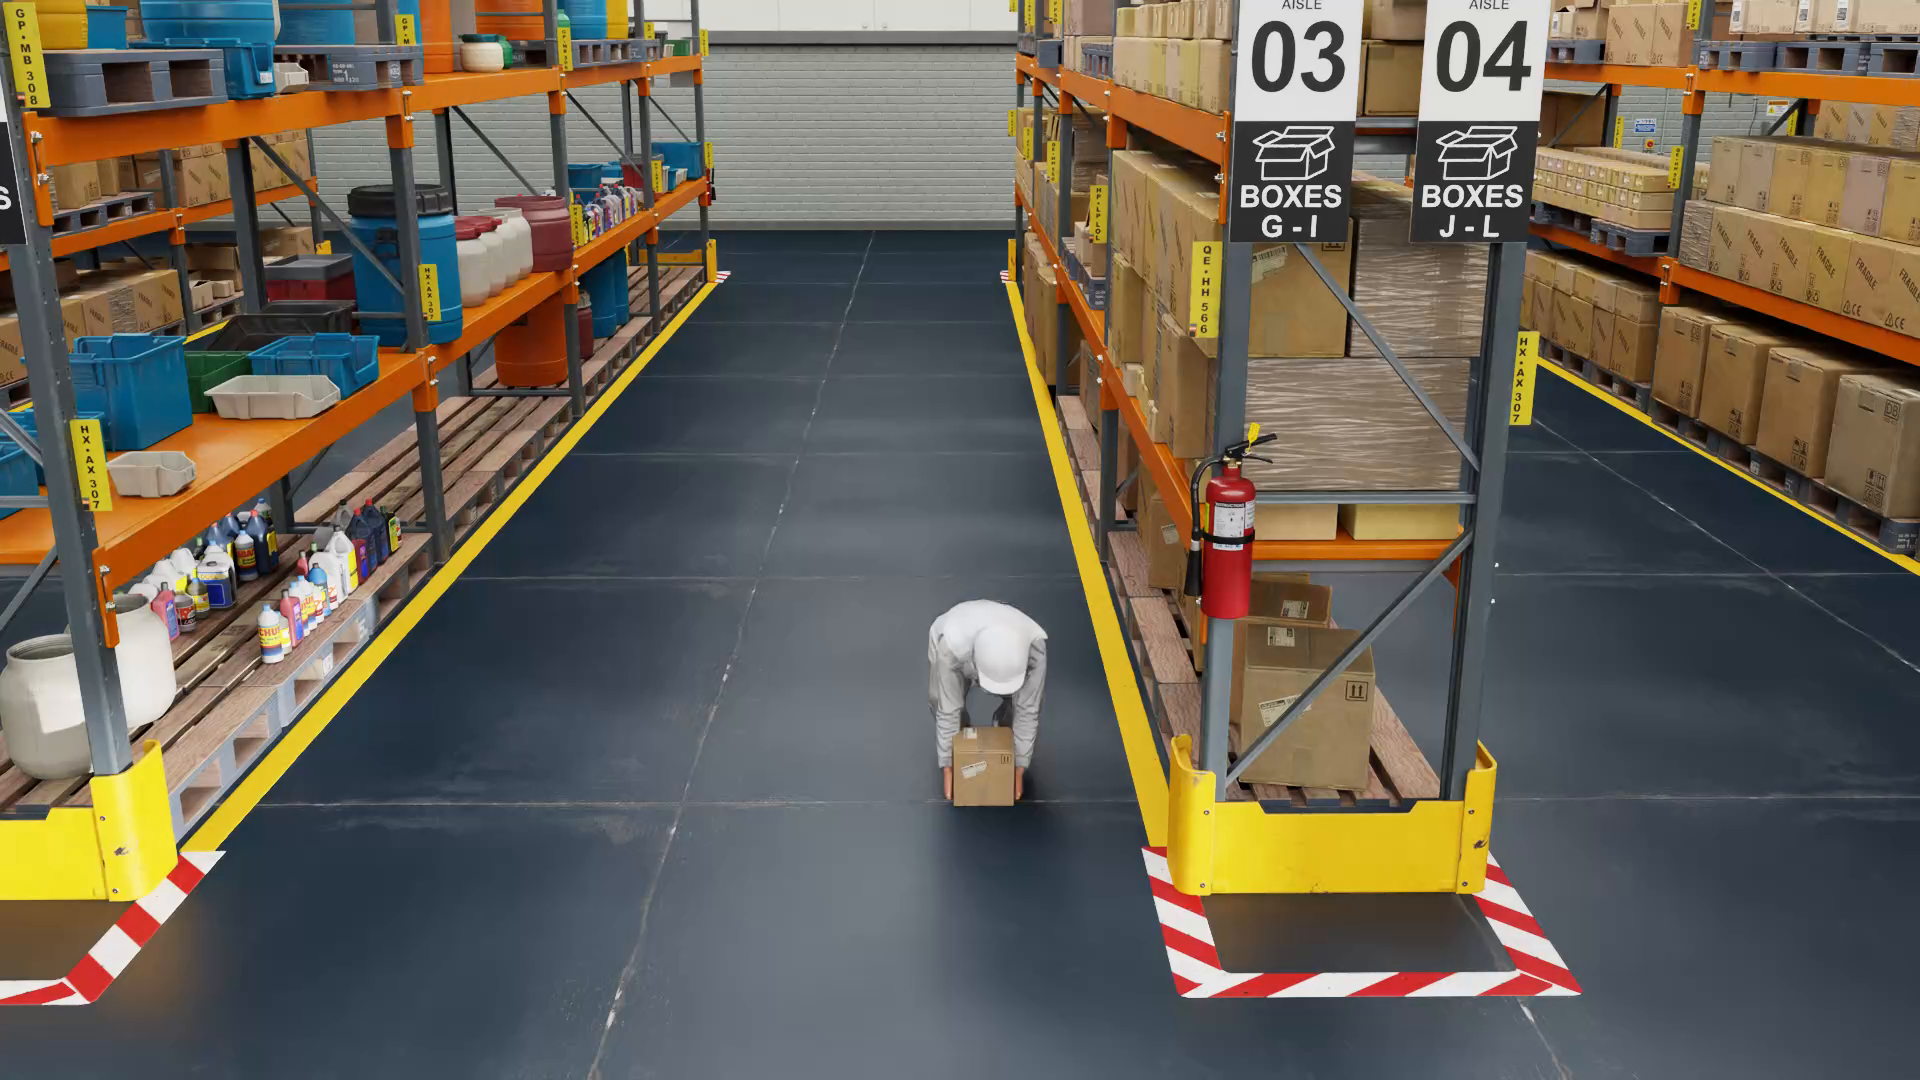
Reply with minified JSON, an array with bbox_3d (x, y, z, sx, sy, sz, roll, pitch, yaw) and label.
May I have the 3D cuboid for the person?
[{"bbox_3d":[0.113,0.649,7.189,0.508,0.862,0.953,-1,17,-3],"label":"person"}]
